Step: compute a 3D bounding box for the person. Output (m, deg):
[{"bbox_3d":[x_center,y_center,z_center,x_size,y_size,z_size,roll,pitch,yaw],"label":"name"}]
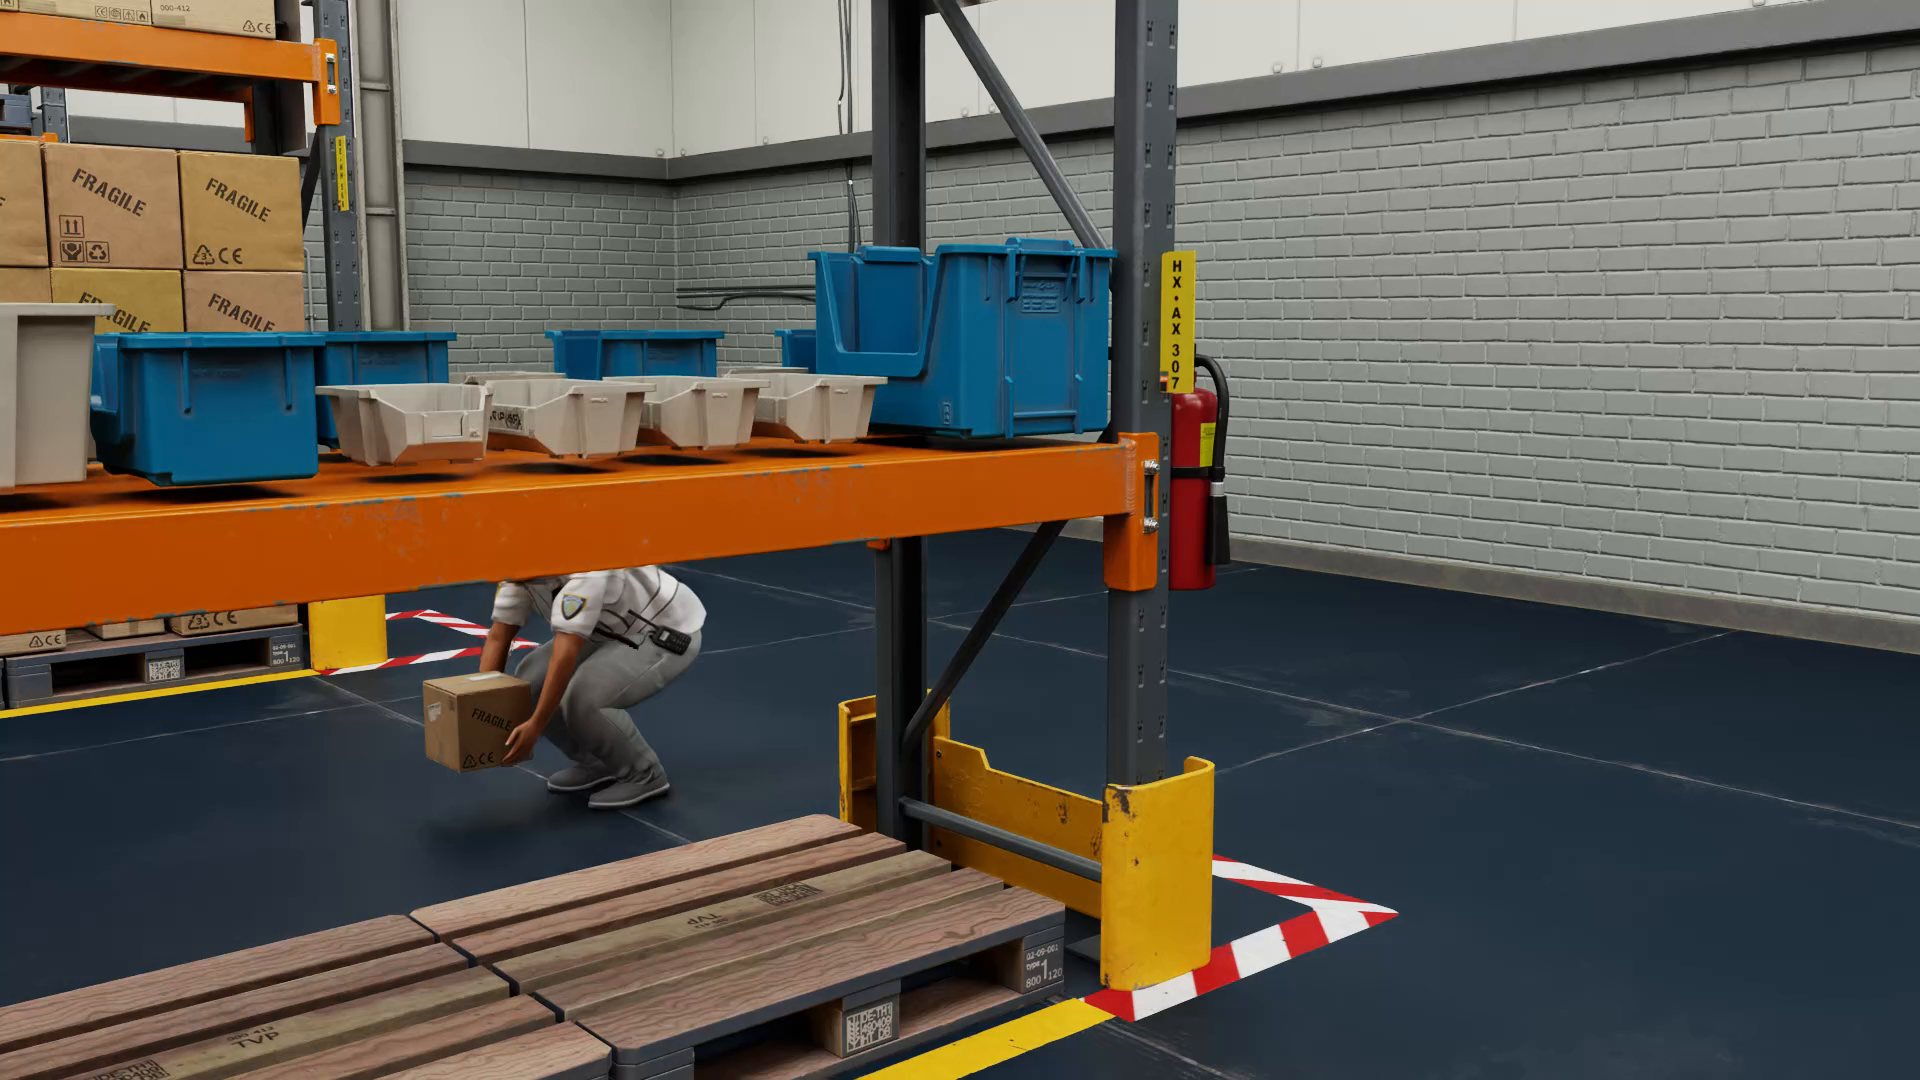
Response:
[{"bbox_3d":[-1.241,0.368,5.500,0.836,1.016,0.530,-7,10,-41],"label":"person"}]
